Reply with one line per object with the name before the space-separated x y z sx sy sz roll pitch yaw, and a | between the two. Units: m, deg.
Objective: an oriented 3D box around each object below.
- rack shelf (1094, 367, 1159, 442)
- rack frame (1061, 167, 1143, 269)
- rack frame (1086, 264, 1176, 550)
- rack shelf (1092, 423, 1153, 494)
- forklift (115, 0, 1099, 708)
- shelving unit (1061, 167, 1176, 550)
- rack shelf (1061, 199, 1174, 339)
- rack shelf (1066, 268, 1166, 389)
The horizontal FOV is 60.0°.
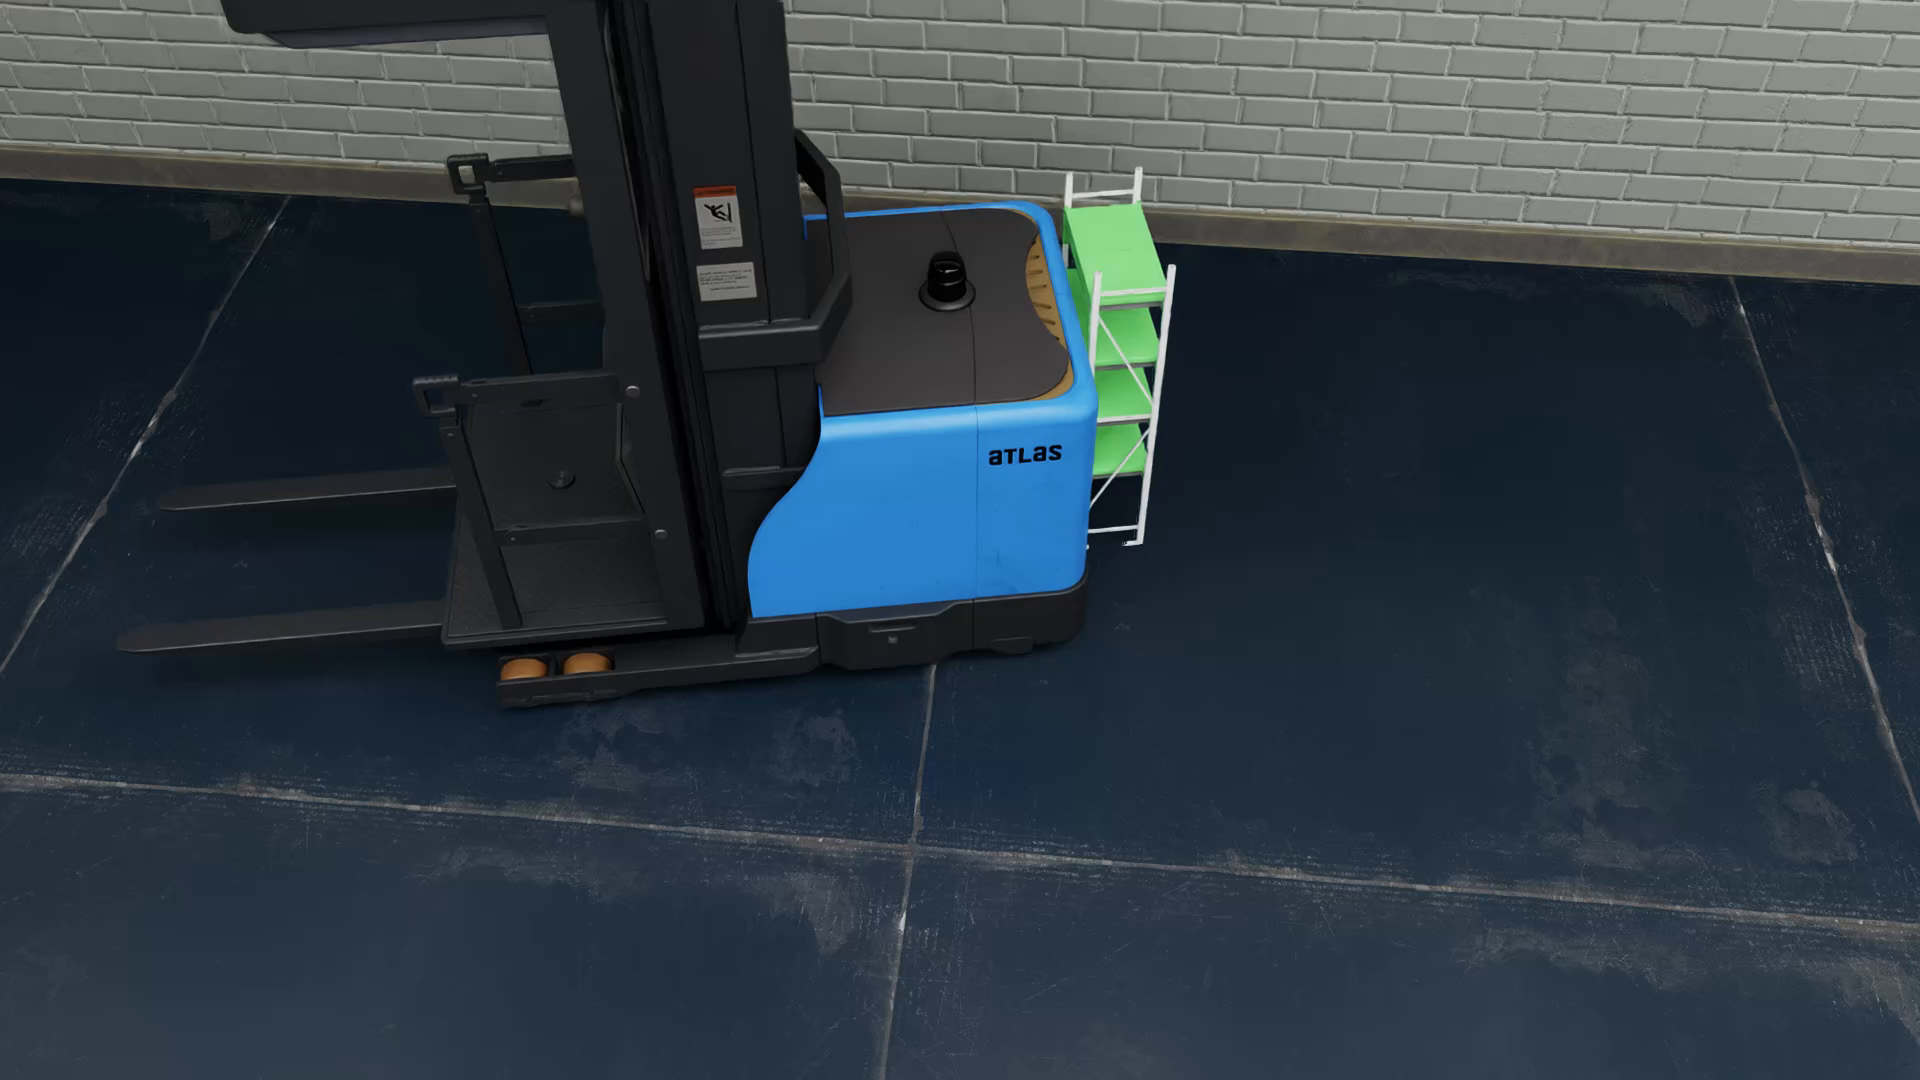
rack shelf | 0.480 -0.520 5.499 0.258 0.148 0.480 -5 48 -5
rack frame | 0.449 -0.742 5.615 0.240 1.200 0.015 -5 48 -5
rack frame | 0.510 -0.385 5.289 0.240 1.200 0.015 -5 48 -5
rack shelf | 0.480 -0.358 5.676 0.258 0.148 0.480 -5 48 -5
forklift | -1.147 -0.875 4.564 3.031 2.935 1.130 -5 48 -5
shelving unit | 0.480 -0.563 5.452 0.258 1.200 0.503 -5 48 -5
rack shelf | 0.480 -0.844 5.145 0.258 0.148 0.480 -5 48 -5
rack shelf | 0.480 -0.682 5.322 0.258 0.148 0.480 -5 48 -5
